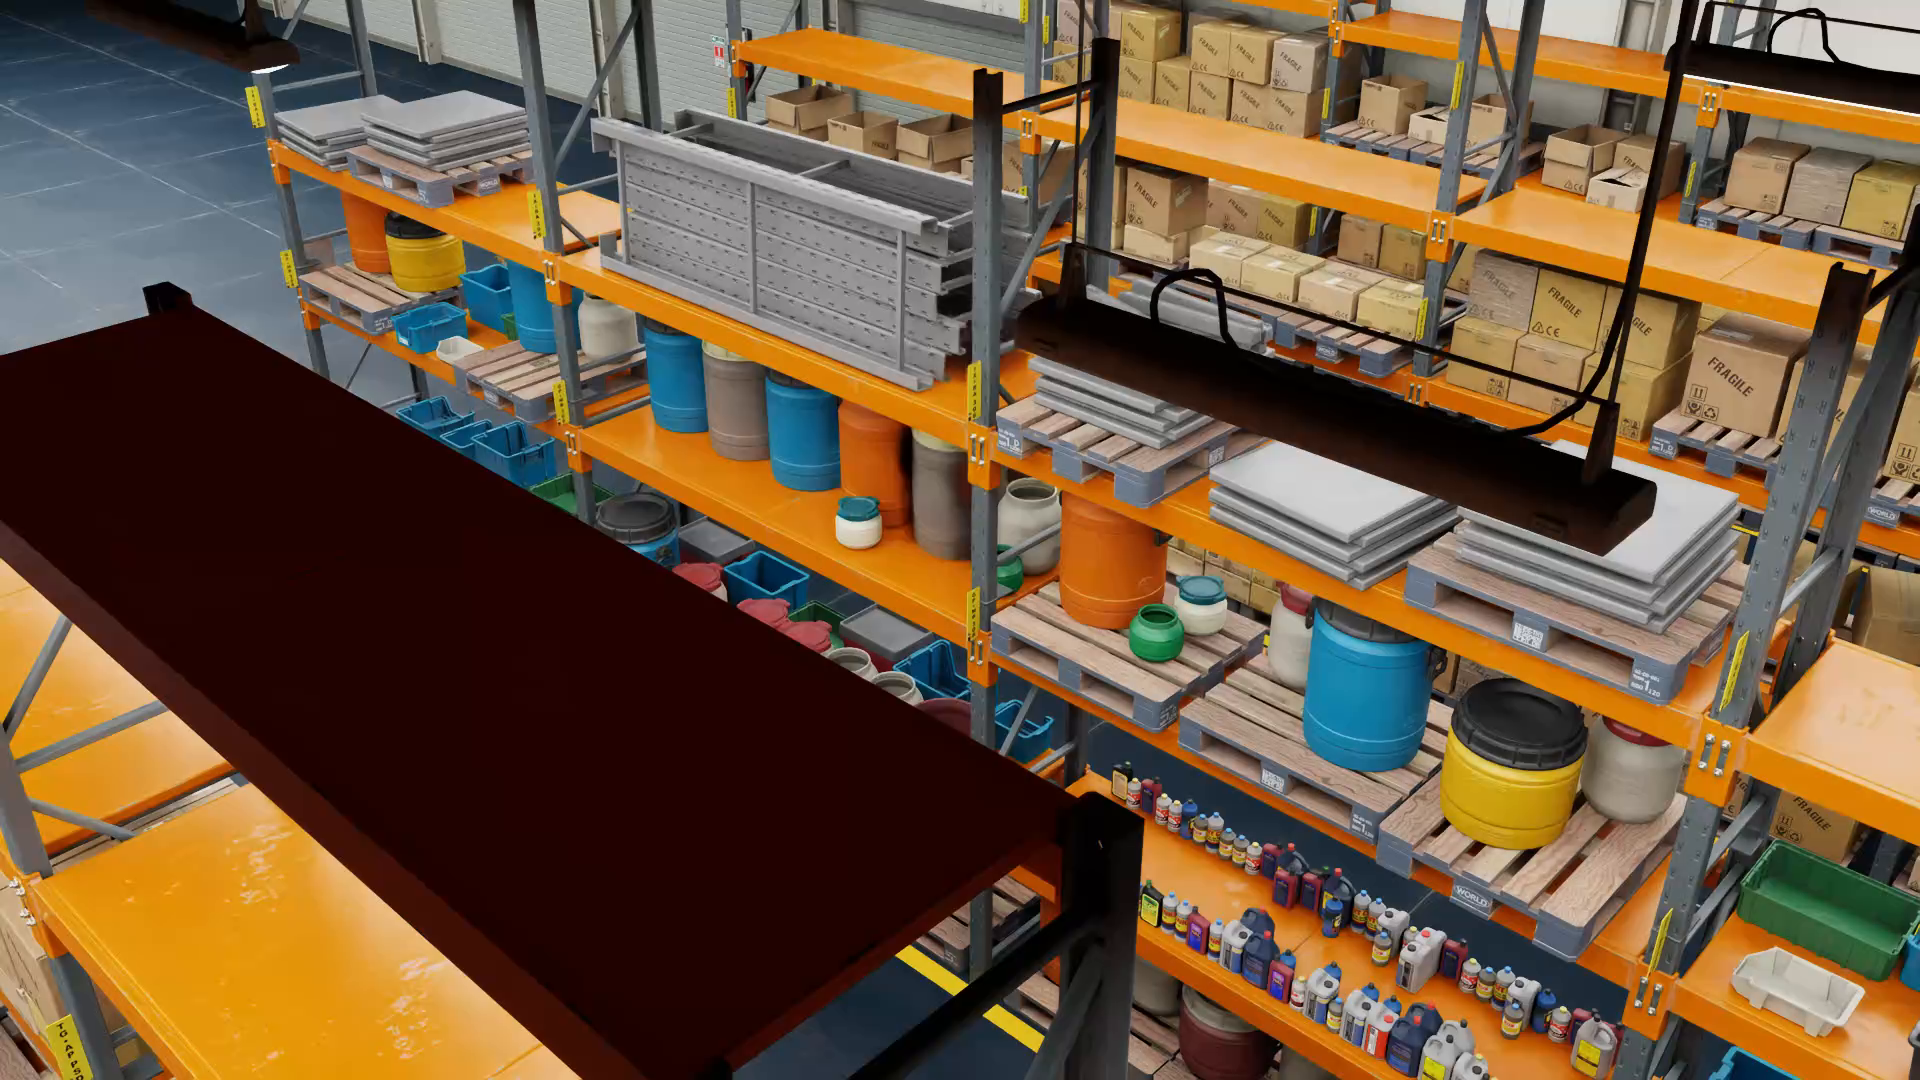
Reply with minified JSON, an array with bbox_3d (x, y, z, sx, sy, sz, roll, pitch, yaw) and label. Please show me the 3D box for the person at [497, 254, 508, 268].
[{"bbox_3d":[-5.174,-2.637,19.292,0.516,1.724,0.362,18,34,29],"label":"person"}]
